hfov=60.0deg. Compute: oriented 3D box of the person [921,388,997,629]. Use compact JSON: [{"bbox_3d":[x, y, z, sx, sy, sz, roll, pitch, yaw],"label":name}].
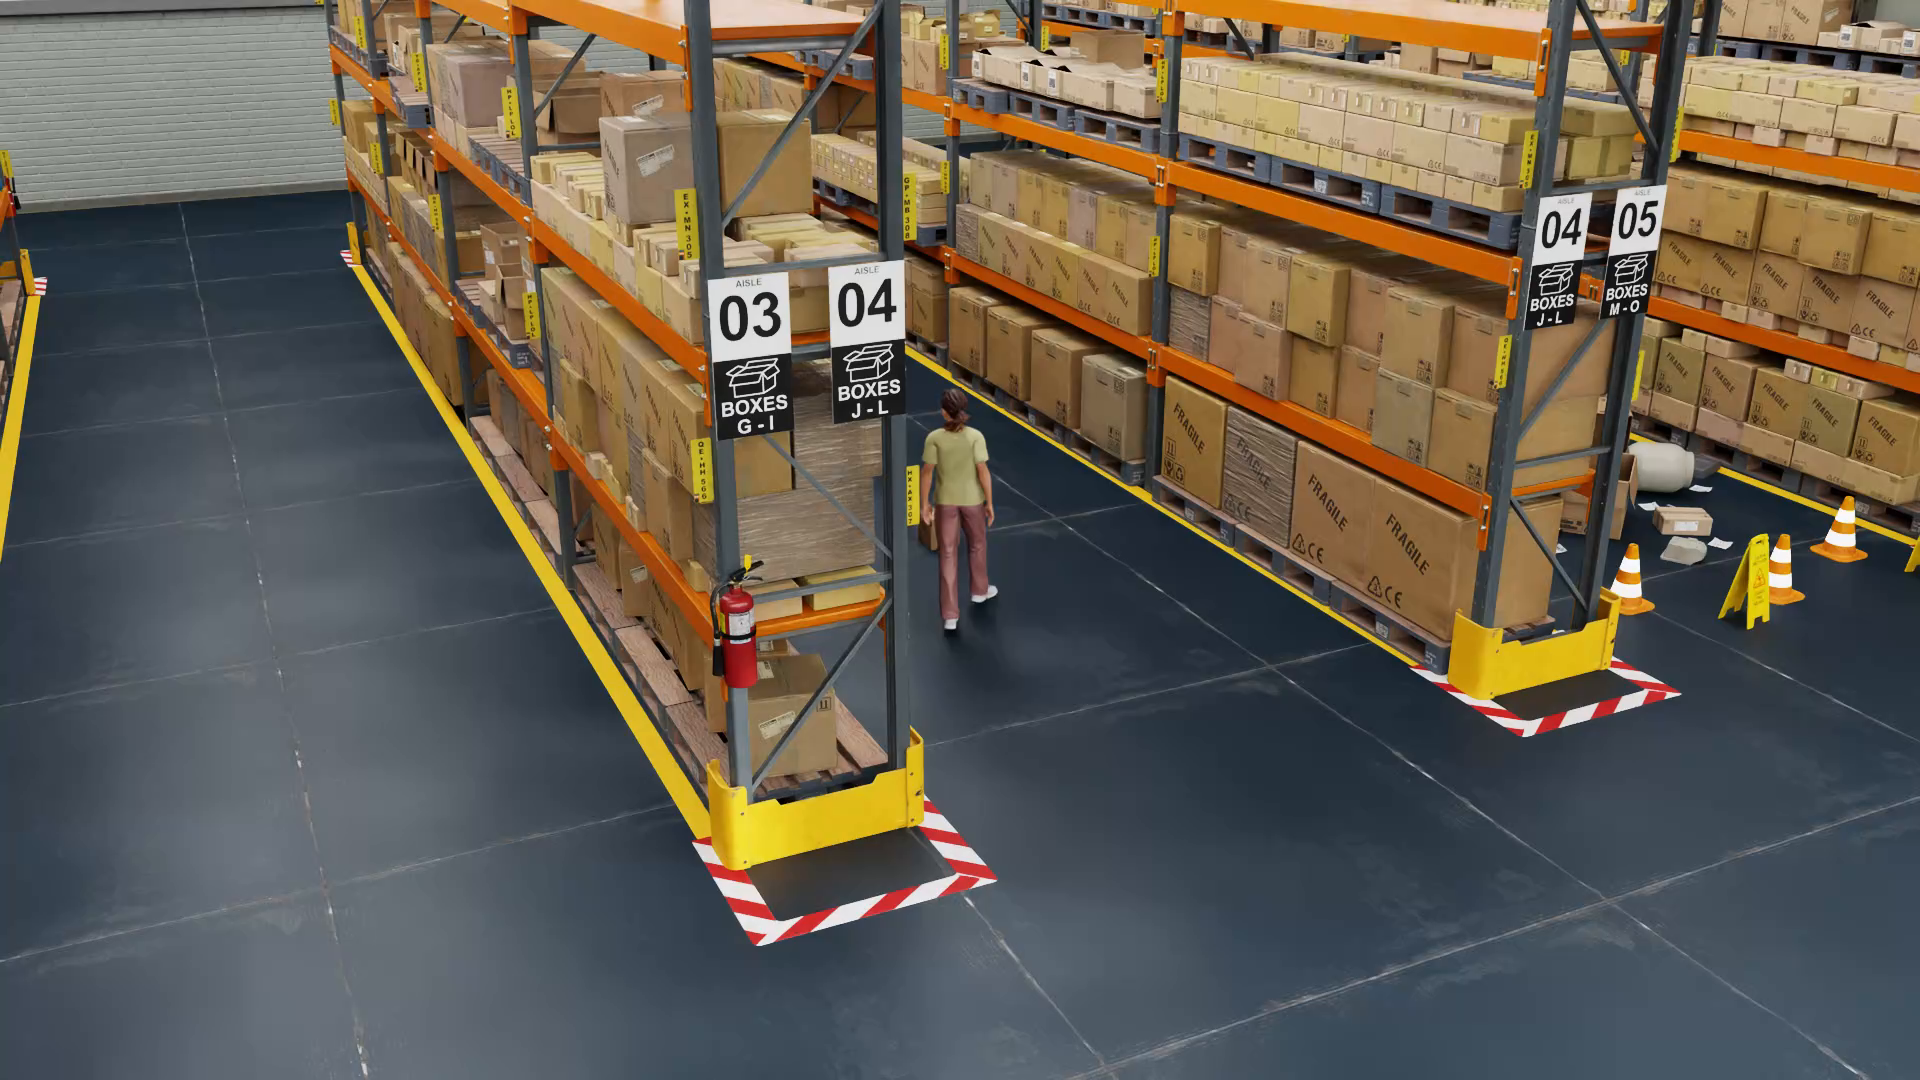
[{"bbox_3d":[0.002,-0.251,11.615,0.545,1.661,0.765,0,22,0],"label":"person"}]
